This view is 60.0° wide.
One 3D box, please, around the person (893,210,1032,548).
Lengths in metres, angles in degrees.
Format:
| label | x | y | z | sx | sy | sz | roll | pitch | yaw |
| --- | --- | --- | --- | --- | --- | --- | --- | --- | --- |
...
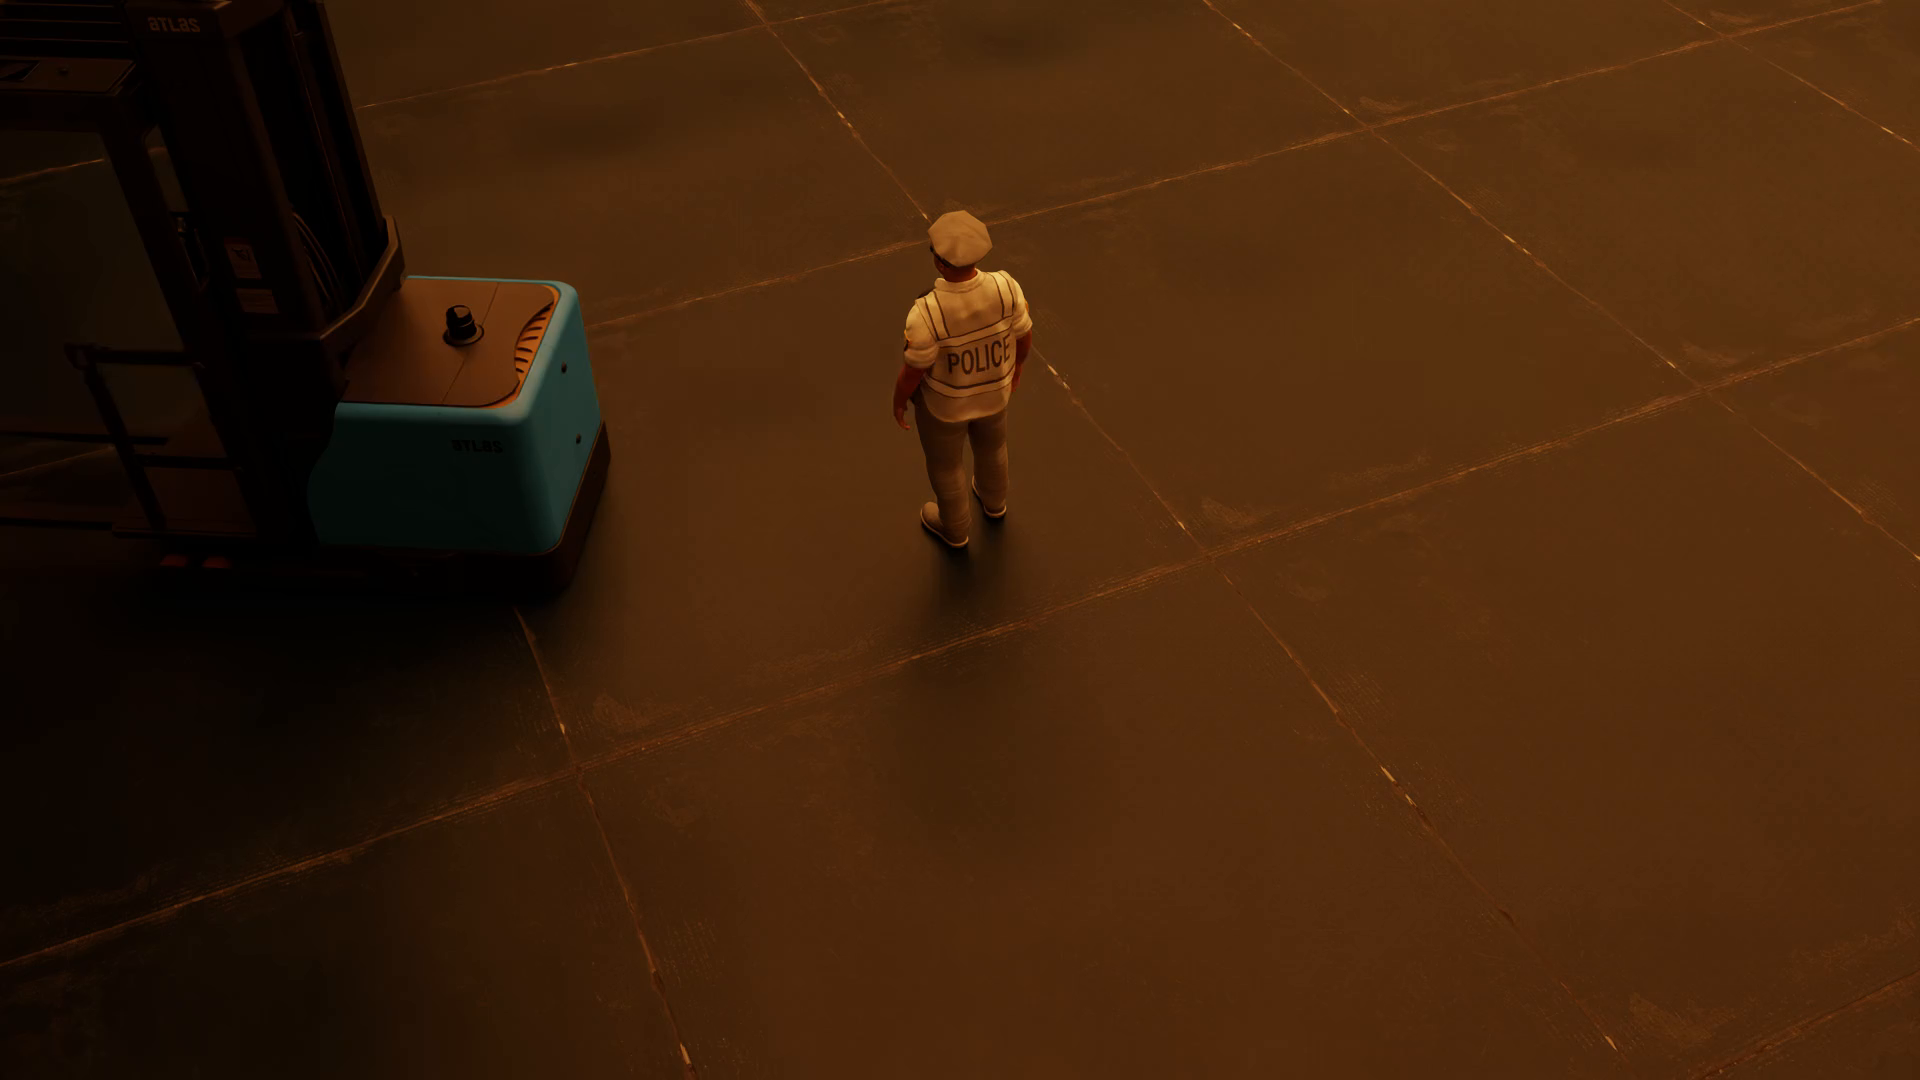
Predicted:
| label | x | y | z | sx | sy | sz | roll | pitch | yaw |
| --- | --- | --- | --- | --- | --- | --- | --- | --- | --- |
| person | -0.022 | -0.708 | 7.271 | 0.640 | 1.780 | 0.575 | -18 | 46 | -18 |

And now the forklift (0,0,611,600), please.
| label | x | y | z | sx | sy | sz | roll | pitch | yaw |
| --- | --- | --- | --- | --- | --- | --- | --- | --- | --- |
| forklift | -3.249 | -1.196 | 6.962 | 3.031 | 2.935 | 1.130 | 3 | 43 | 3 |
